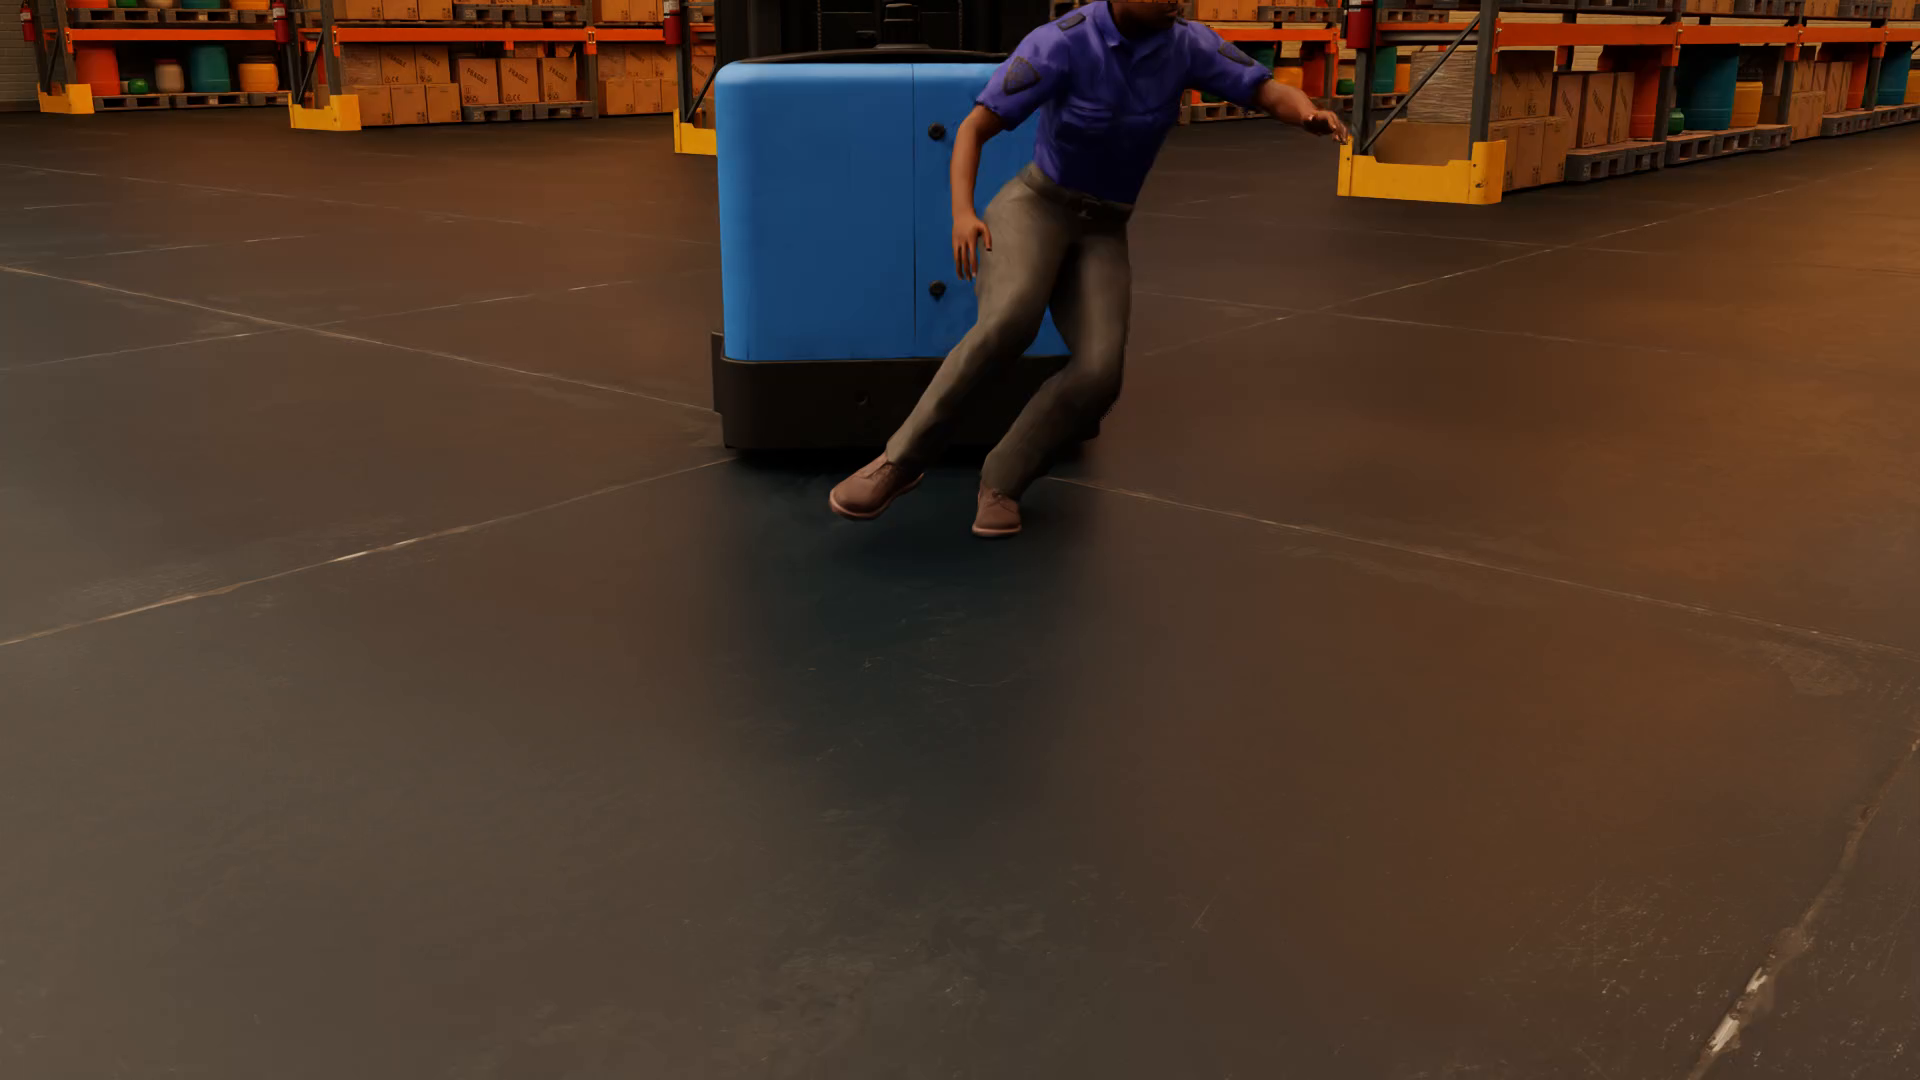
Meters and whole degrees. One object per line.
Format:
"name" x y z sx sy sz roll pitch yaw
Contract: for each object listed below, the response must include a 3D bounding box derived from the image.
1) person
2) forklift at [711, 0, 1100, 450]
"person" 0.254 -0.662 3.728 1.095 1.417 0.878 -8 19 -26
"forklift" -0.279 -2.027 5.573 1.130 2.935 3.031 -2 17 -6
